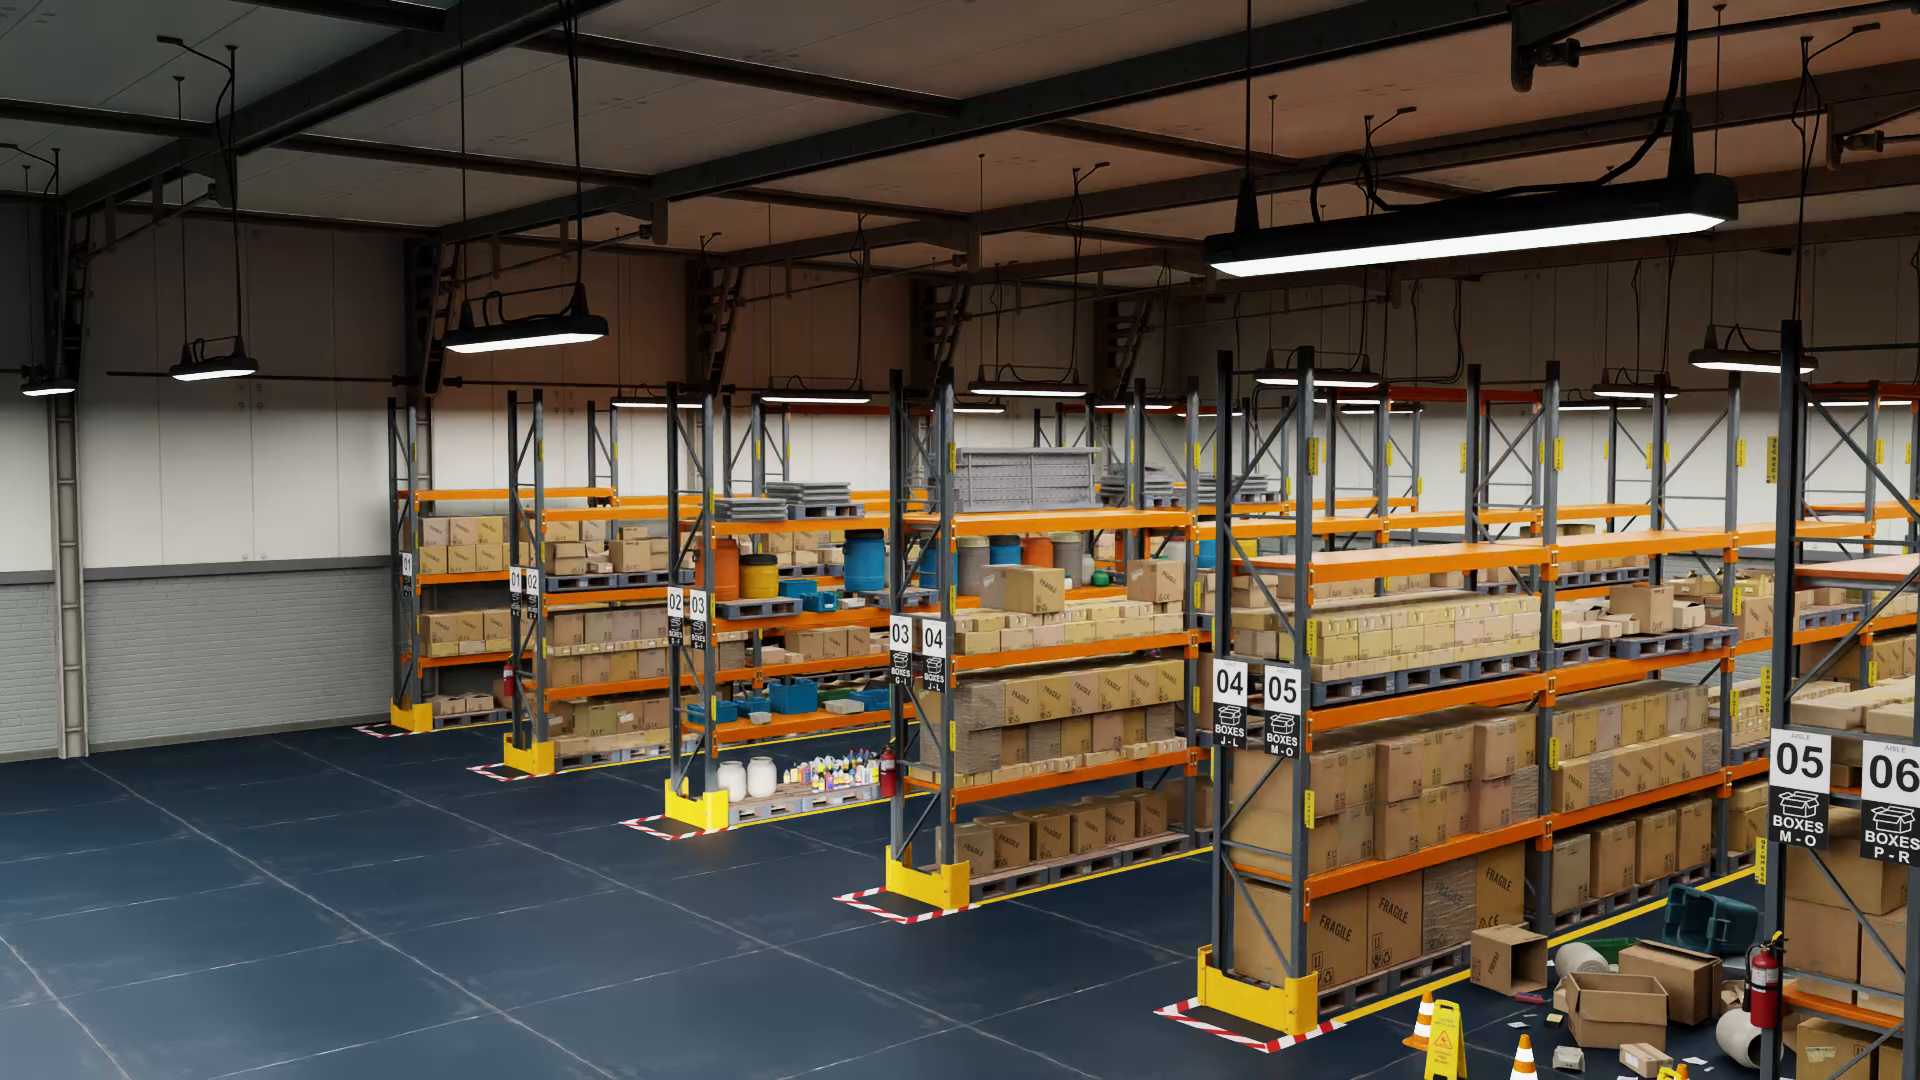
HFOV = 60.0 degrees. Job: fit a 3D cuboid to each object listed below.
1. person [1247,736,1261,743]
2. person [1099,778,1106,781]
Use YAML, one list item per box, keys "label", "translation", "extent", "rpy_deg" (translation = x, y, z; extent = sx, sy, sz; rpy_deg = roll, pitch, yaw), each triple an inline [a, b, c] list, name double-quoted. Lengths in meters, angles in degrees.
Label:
- label: "person"
  translation: [3.428, 3.183, 19.825]
  extent: [0.599, 1.698, 0.539]
  rpy_deg: [-1, 4, -24]
- label: "person"
  translation: [1.883, 2.855, 25.350]
  extent: [0.849, 1.674, 0.620]
  rpy_deg: [-2, 4, -27]
